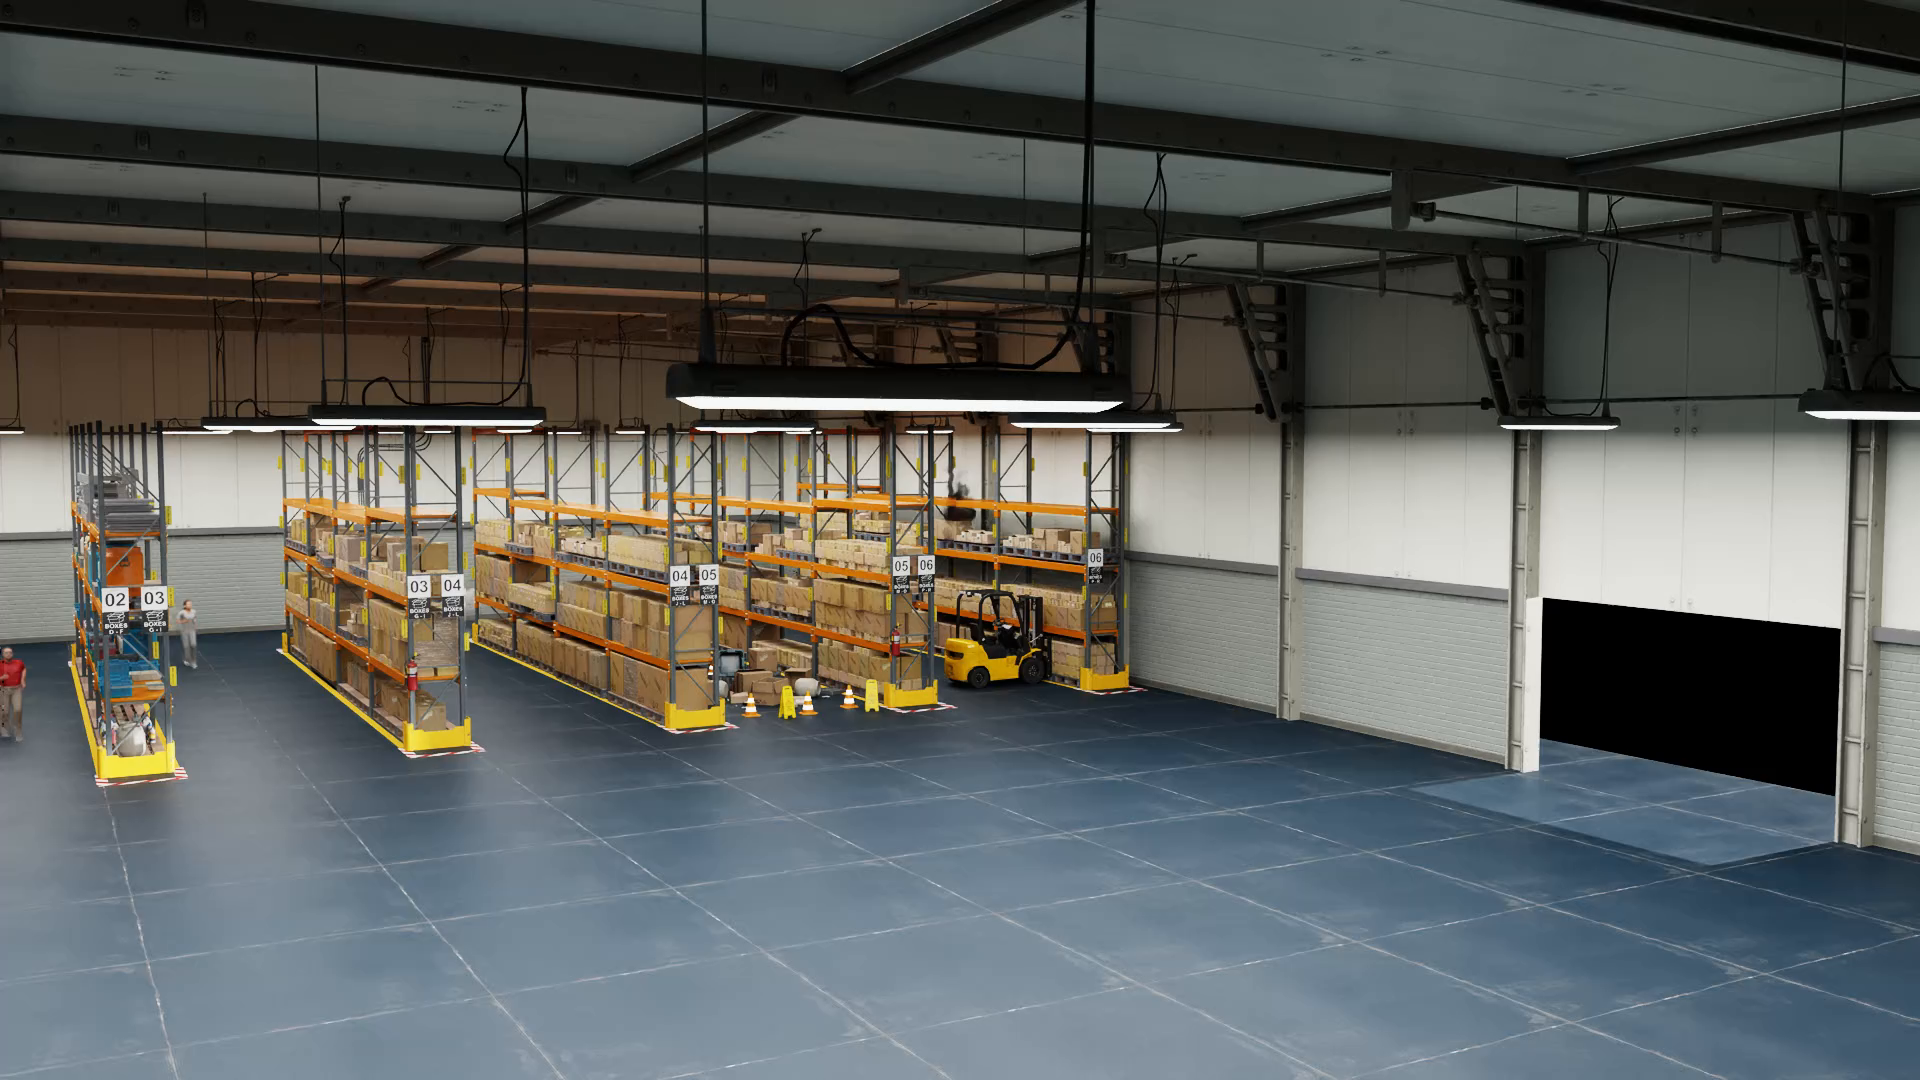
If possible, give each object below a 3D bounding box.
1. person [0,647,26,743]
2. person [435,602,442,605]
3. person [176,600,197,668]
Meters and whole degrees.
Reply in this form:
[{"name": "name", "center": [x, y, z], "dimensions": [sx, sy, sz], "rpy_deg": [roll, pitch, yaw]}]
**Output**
[{"name": "person", "center": [-17.960, 2.911, 31.407], "dimensions": [0.648, 1.778, 0.849], "rpy_deg": [-3, 4, -38]}, {"name": "person", "center": [-14.495, 2.088, 45.697], "dimensions": [0.598, 1.715, 0.762], "rpy_deg": [-1, 4, -20]}, {"name": "person", "center": [-19.248, 2.343, 41.387], "dimensions": [0.539, 1.731, 0.763], "rpy_deg": [-3, 5, -42]}]
